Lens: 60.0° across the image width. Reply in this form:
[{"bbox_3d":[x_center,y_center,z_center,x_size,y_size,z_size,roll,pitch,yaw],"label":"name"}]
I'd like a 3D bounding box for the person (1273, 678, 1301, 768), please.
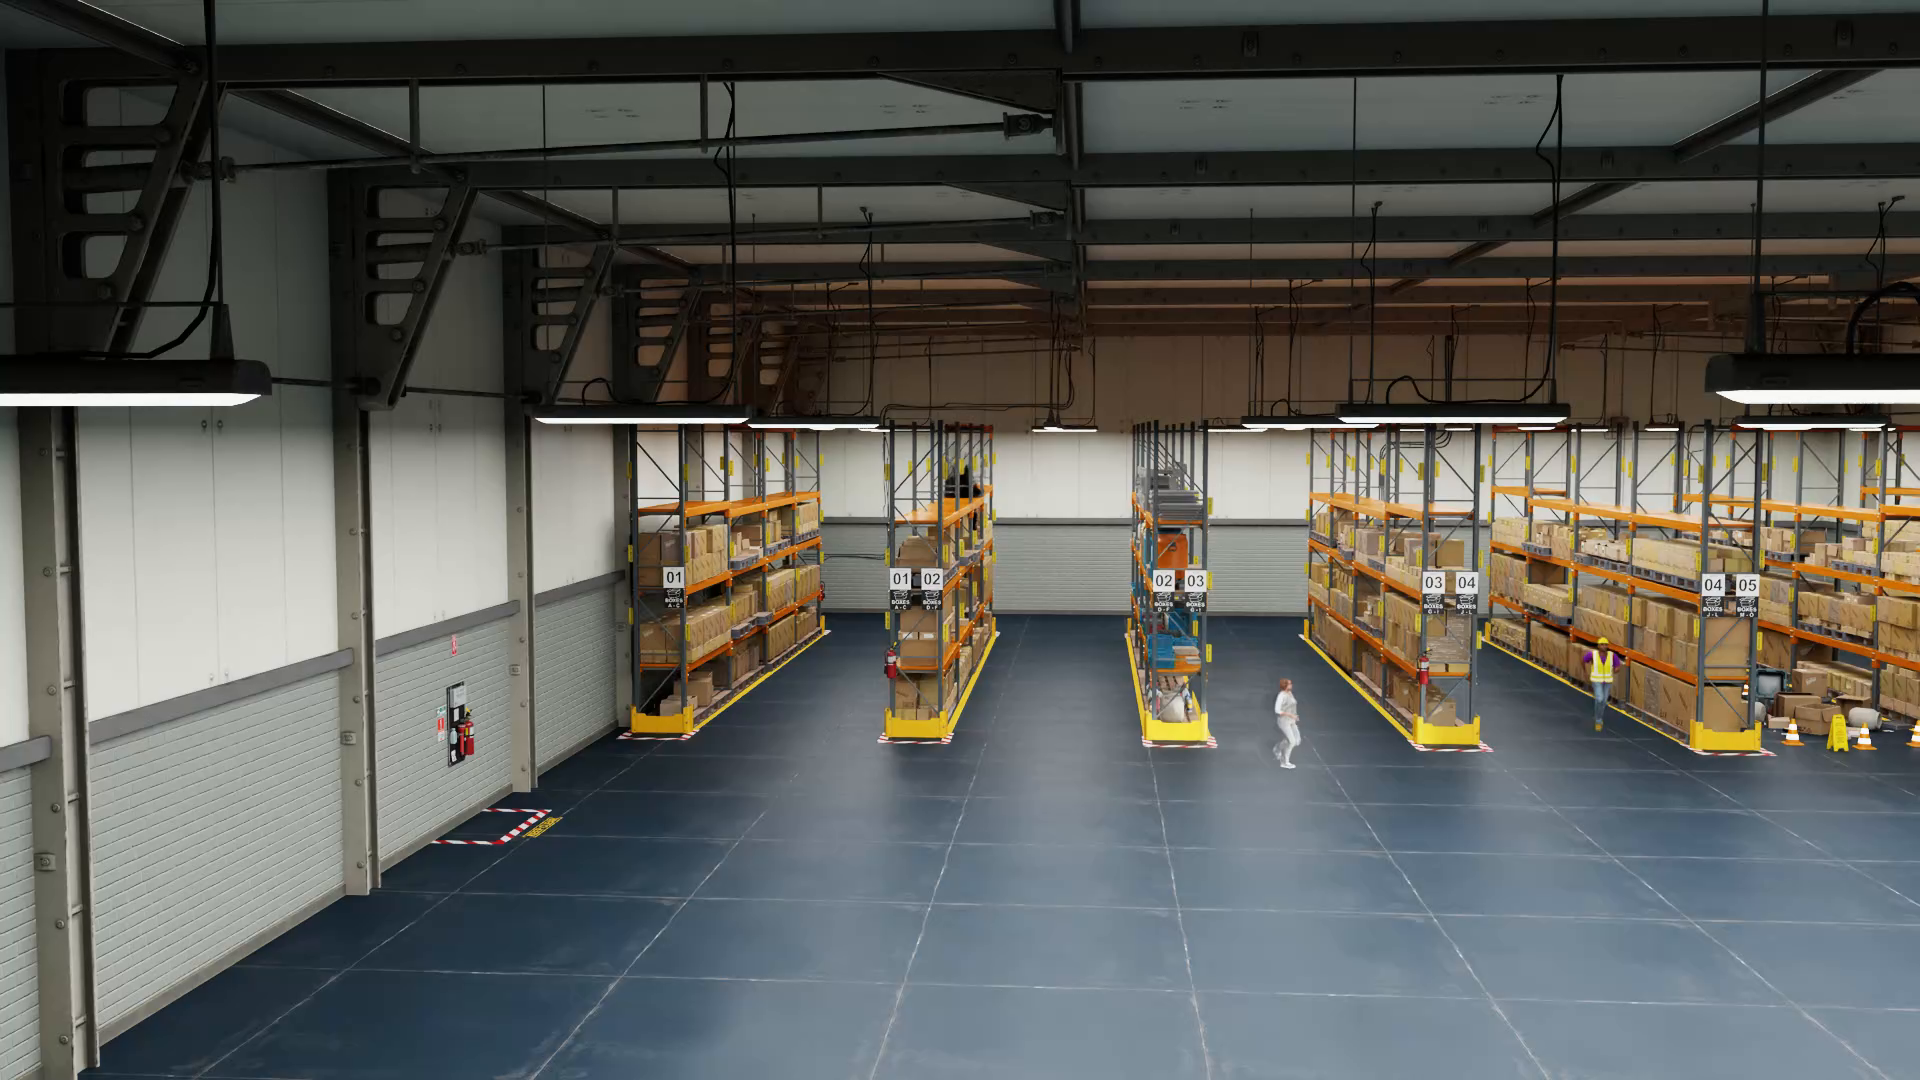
[{"bbox_3d":[5.600,3.138,28.554,0.560,1.549,0.532,3,5,38],"label":"person"}]

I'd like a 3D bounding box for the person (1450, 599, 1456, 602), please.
[{"bbox_3d":[13.754,1.898,46.992,0.846,1.706,0.769,-3,5,-41],"label":"person"}]

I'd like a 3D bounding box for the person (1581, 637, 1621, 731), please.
[{"bbox_3d":[12.514,2.801,32.395,0.678,1.828,0.777,0,4,3],"label":"person"}]
